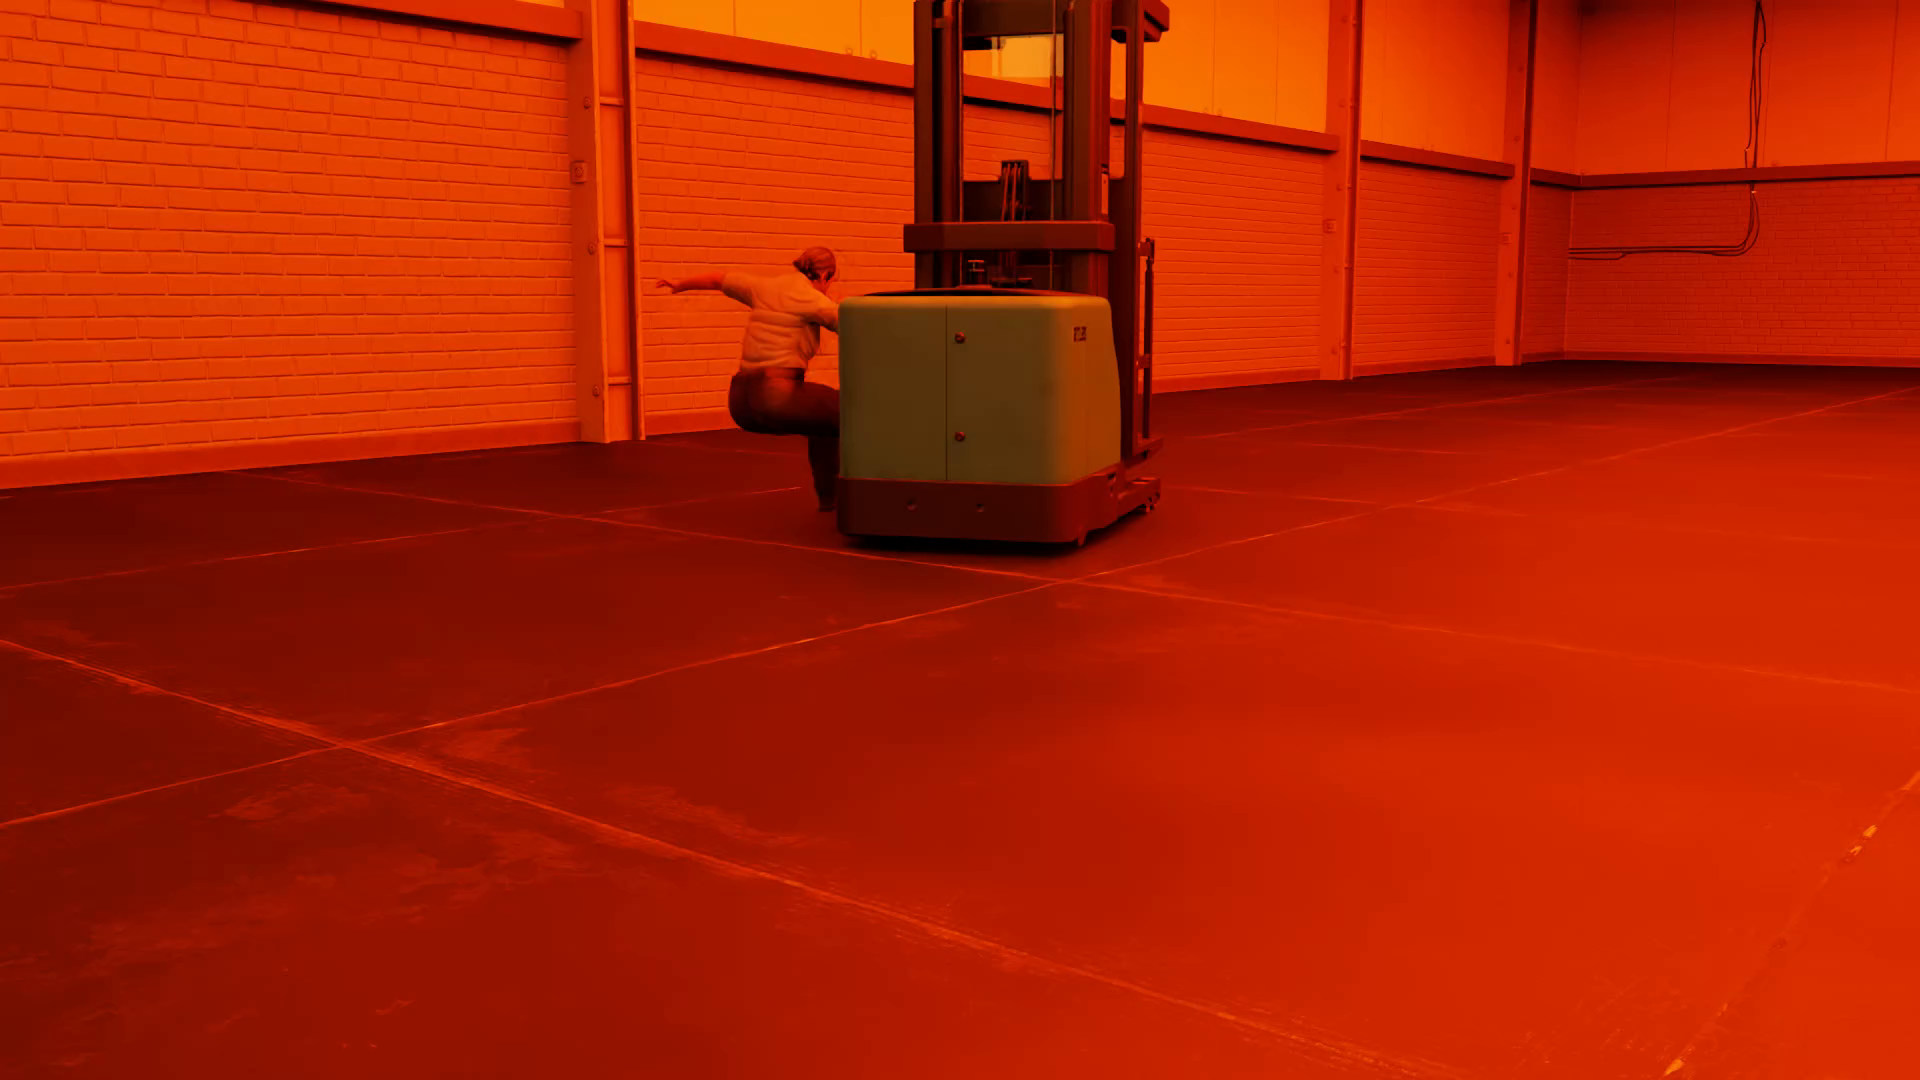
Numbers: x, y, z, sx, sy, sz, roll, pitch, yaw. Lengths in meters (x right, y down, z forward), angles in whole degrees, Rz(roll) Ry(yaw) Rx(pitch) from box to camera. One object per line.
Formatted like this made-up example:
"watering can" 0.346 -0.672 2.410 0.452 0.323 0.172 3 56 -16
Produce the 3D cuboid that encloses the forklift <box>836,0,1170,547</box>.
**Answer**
"forklift" 0.398 -1.594 8.177 1.130 2.935 3.031 3 9 17

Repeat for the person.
"person" -0.826 -0.705 7.865 1.331 1.318 0.684 8 12 44
